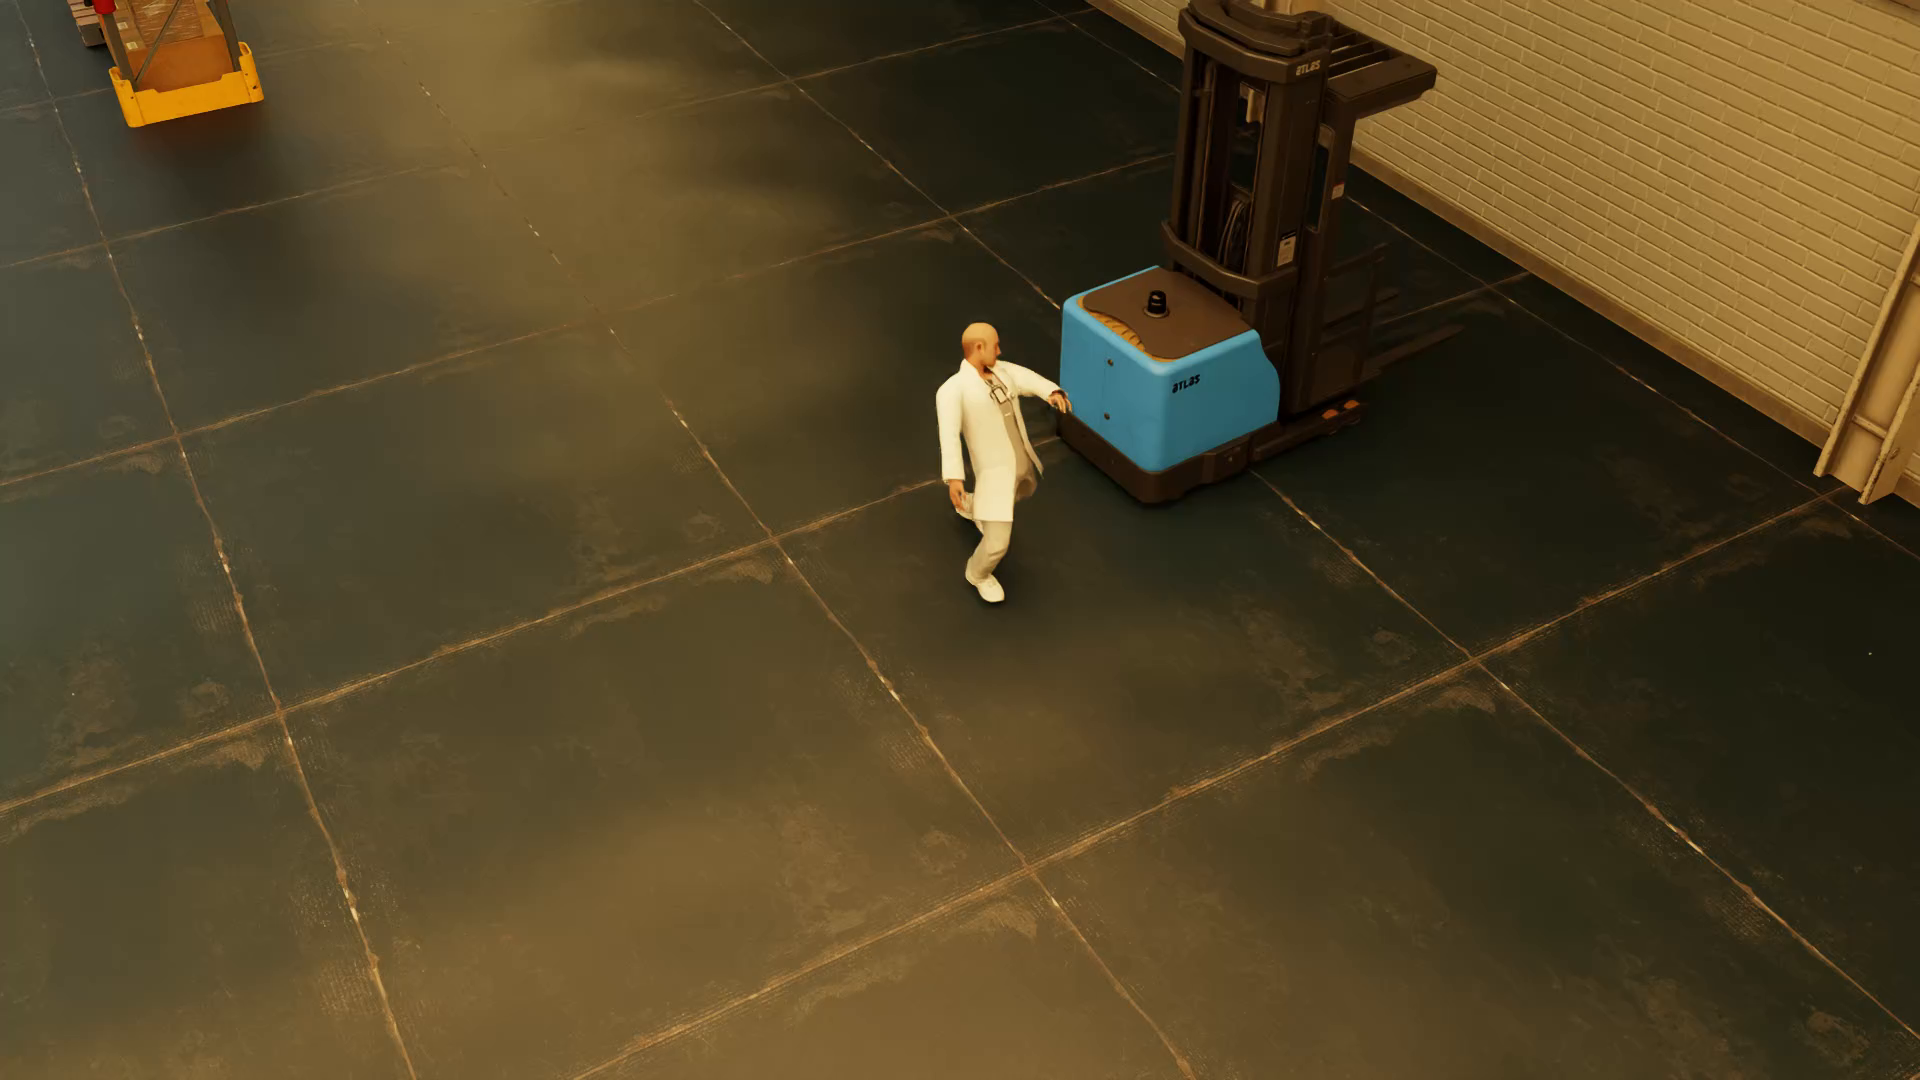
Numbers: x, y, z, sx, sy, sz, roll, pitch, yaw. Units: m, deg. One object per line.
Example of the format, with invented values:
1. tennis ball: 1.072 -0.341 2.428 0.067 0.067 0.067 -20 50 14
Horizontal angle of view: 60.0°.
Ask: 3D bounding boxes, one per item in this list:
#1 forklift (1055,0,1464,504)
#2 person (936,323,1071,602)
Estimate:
1. forklift: 2.140 -2.095 10.562 3.031 2.935 1.130 -23 45 -26
2. person: 0.179 -0.369 9.524 0.898 1.571 0.977 19 43 21
